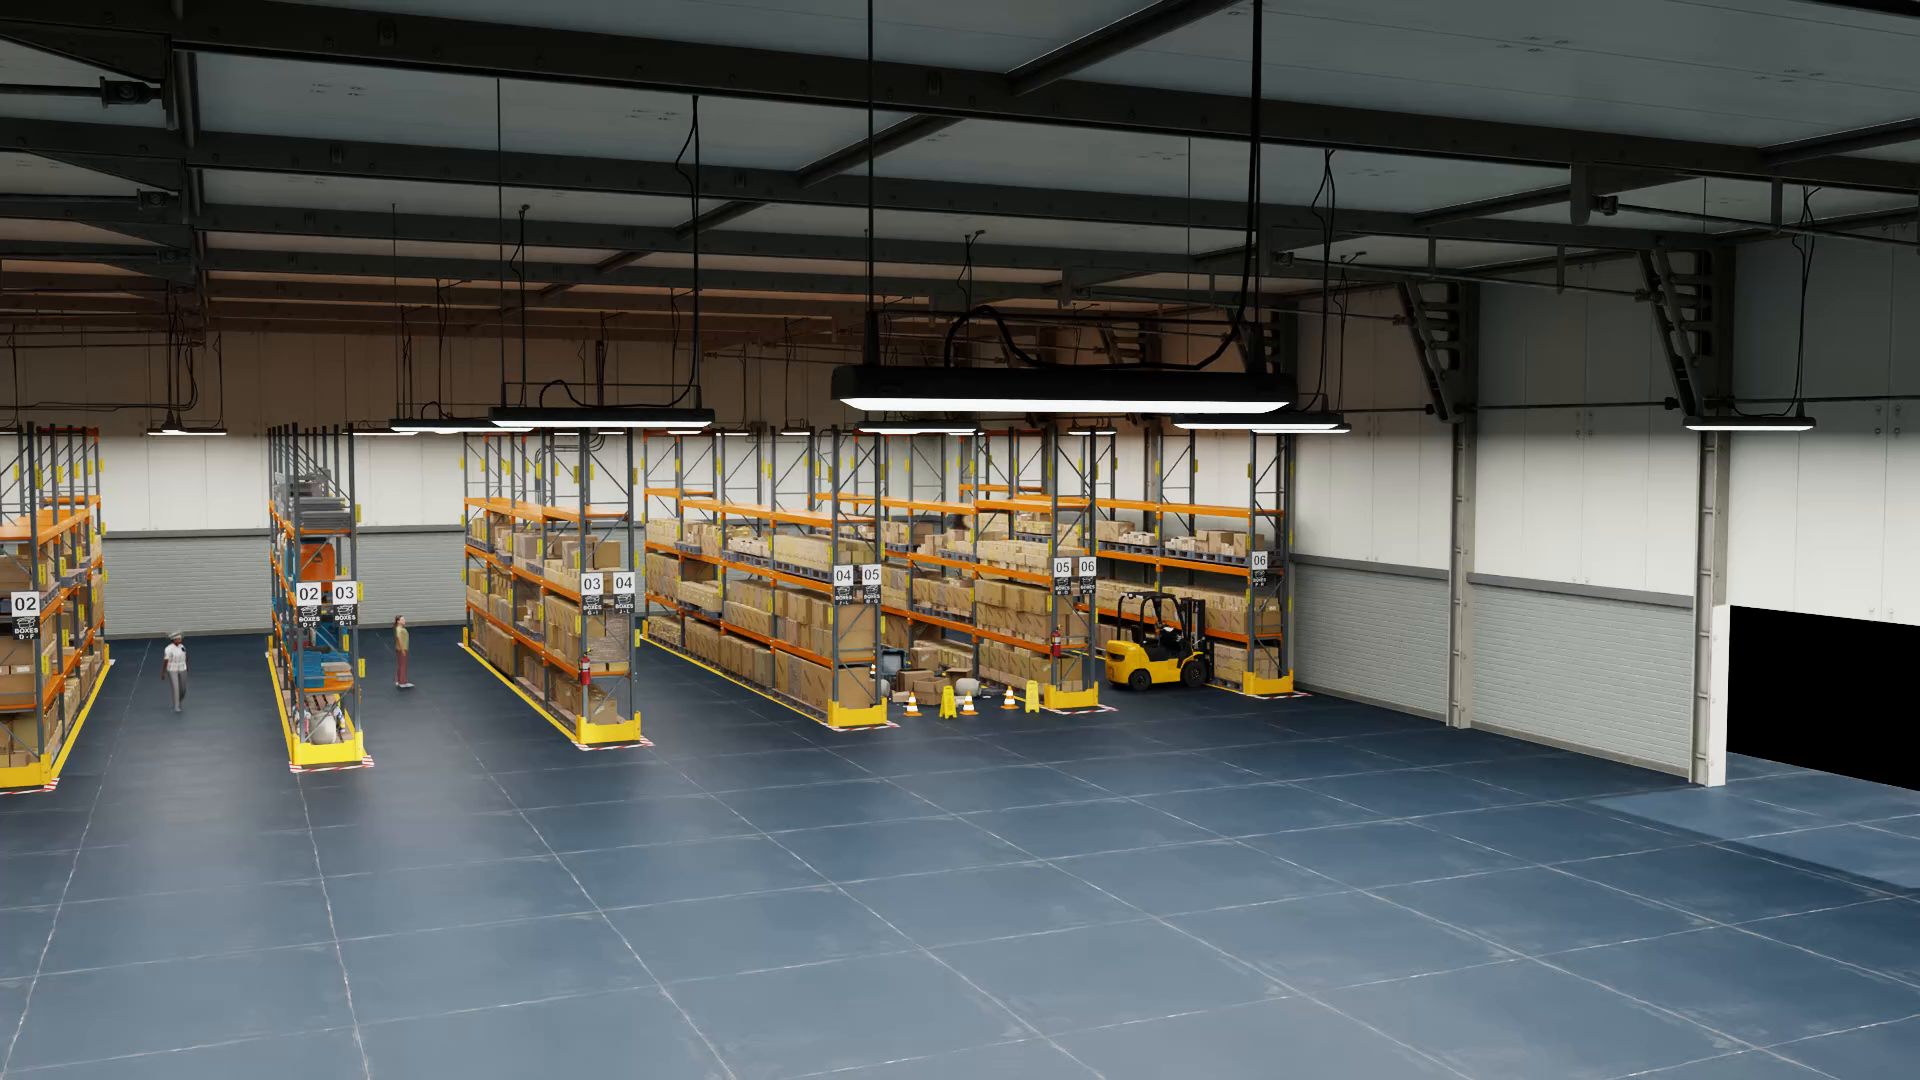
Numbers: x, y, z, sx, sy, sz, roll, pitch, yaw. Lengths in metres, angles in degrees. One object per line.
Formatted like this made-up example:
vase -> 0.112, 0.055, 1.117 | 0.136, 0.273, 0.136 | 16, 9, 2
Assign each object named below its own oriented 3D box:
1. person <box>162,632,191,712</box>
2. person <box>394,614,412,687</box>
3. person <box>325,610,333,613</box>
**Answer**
person -> -16.512, 2.753, 35.010 | 0.561, 1.635, 0.880 | -2, 4, -34
person -> -12.822, 2.559, 38.265 | 0.383, 1.704, 0.481 | -2, 4, -28
person -> -17.303, 2.043, 45.588 | 0.471, 1.758, 0.578 | -1, 4, -13
